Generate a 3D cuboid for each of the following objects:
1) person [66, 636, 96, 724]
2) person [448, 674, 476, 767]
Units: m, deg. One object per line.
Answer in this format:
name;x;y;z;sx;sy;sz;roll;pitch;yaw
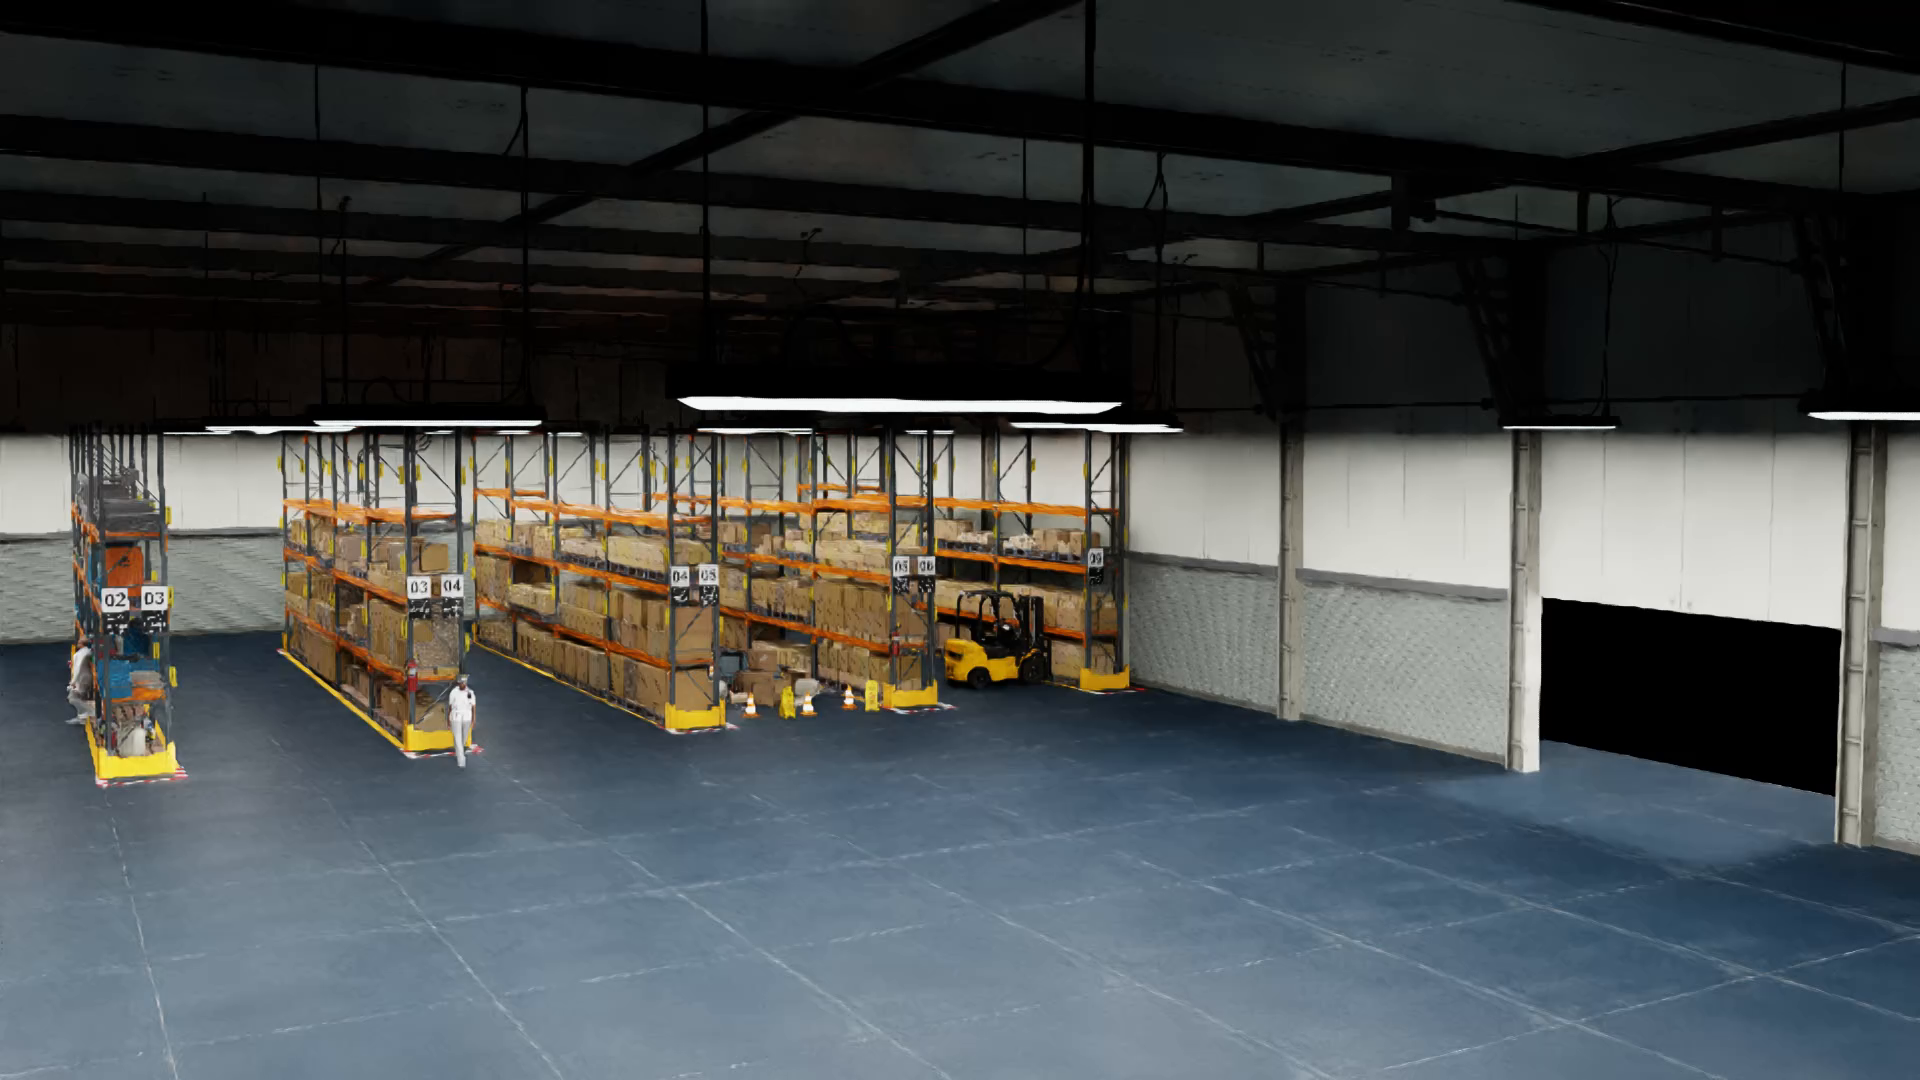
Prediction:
person;-17.410;2.783;32.912;0.606;1.768;0.659;-1;4;-15
person;-8.679;3.118;29.024;0.445;1.586;1.091;-2;4;-32
